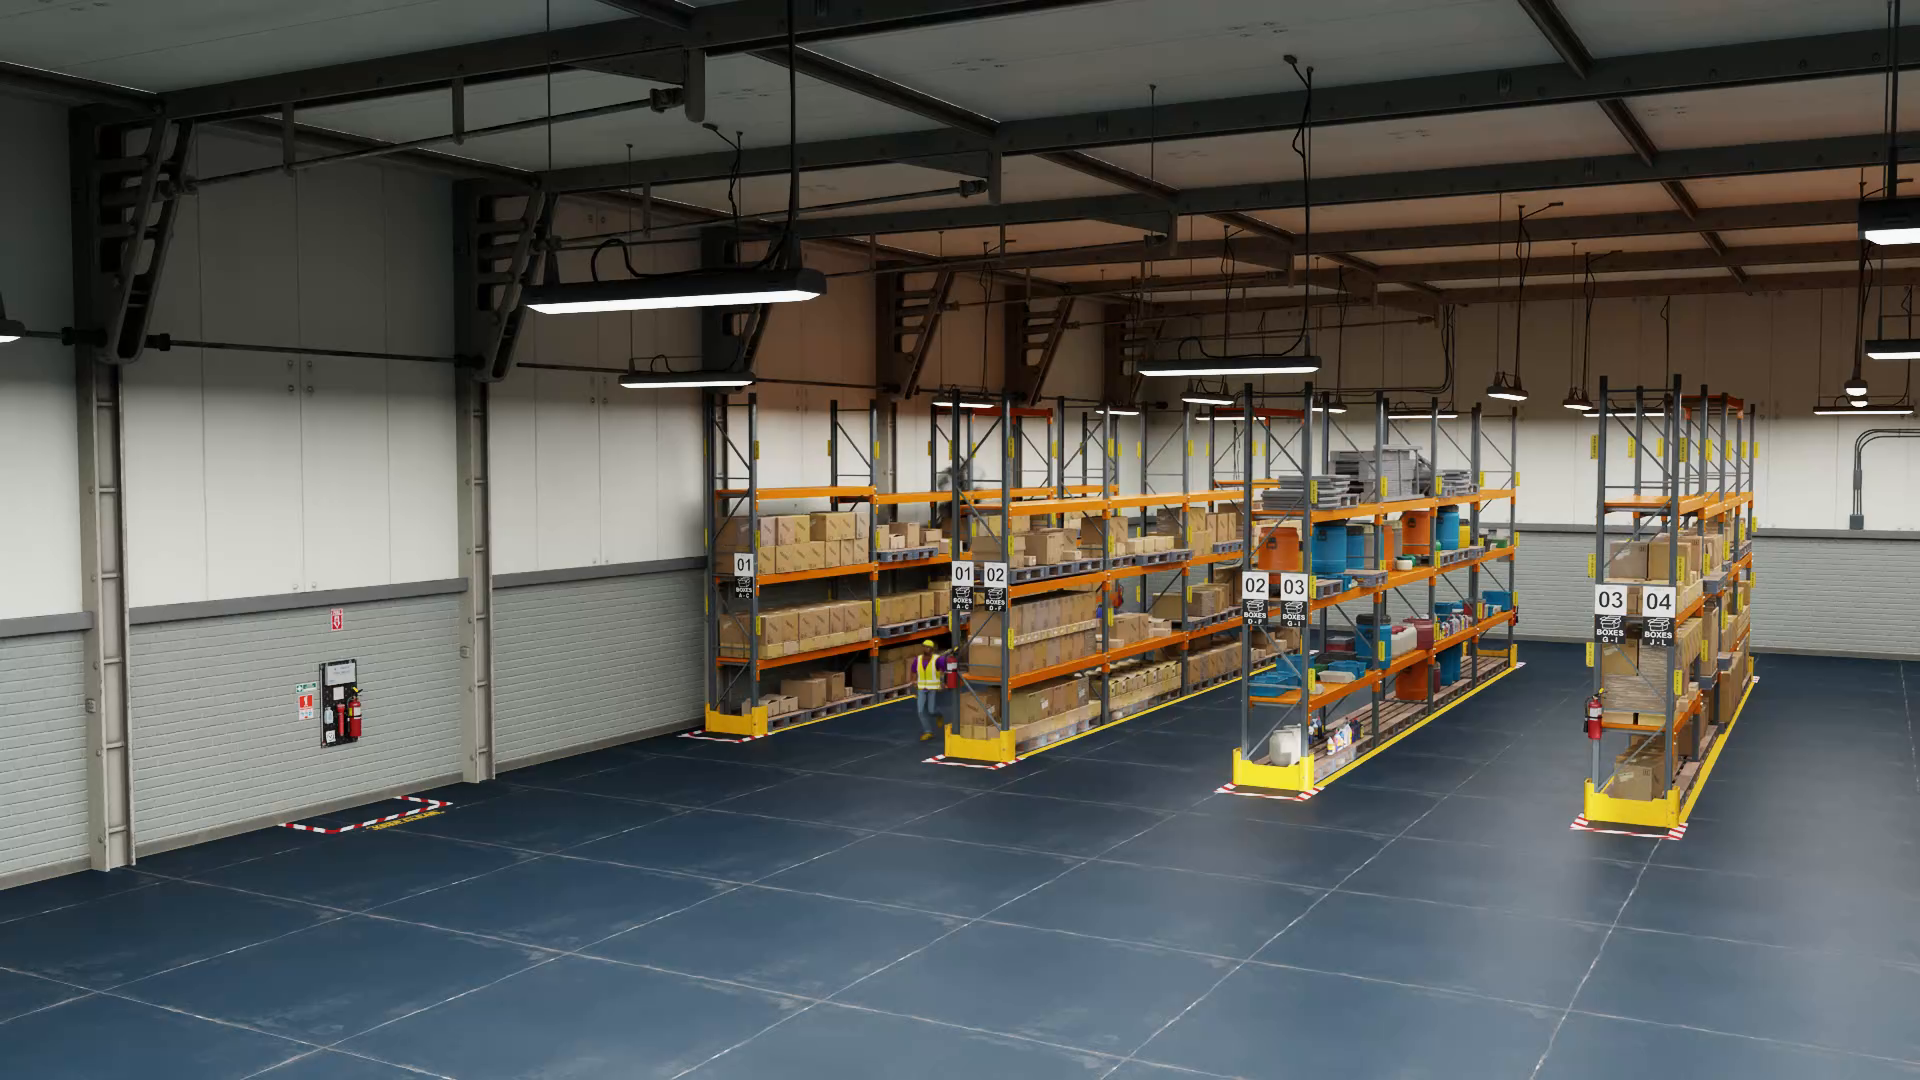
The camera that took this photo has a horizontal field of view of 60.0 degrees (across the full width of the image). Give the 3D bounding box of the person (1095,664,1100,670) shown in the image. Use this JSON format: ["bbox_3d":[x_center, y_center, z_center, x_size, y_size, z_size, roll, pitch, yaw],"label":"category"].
[{"bbox_3d":[3.242,2.818,37.893,0.274,0.329,0.501,1,3,13],"label":"person"}]

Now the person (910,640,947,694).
[{"bbox_3d":[-0.564,2.200,28.795,0.739,0.941,0.454,1,3,18],"label":"person"}]
